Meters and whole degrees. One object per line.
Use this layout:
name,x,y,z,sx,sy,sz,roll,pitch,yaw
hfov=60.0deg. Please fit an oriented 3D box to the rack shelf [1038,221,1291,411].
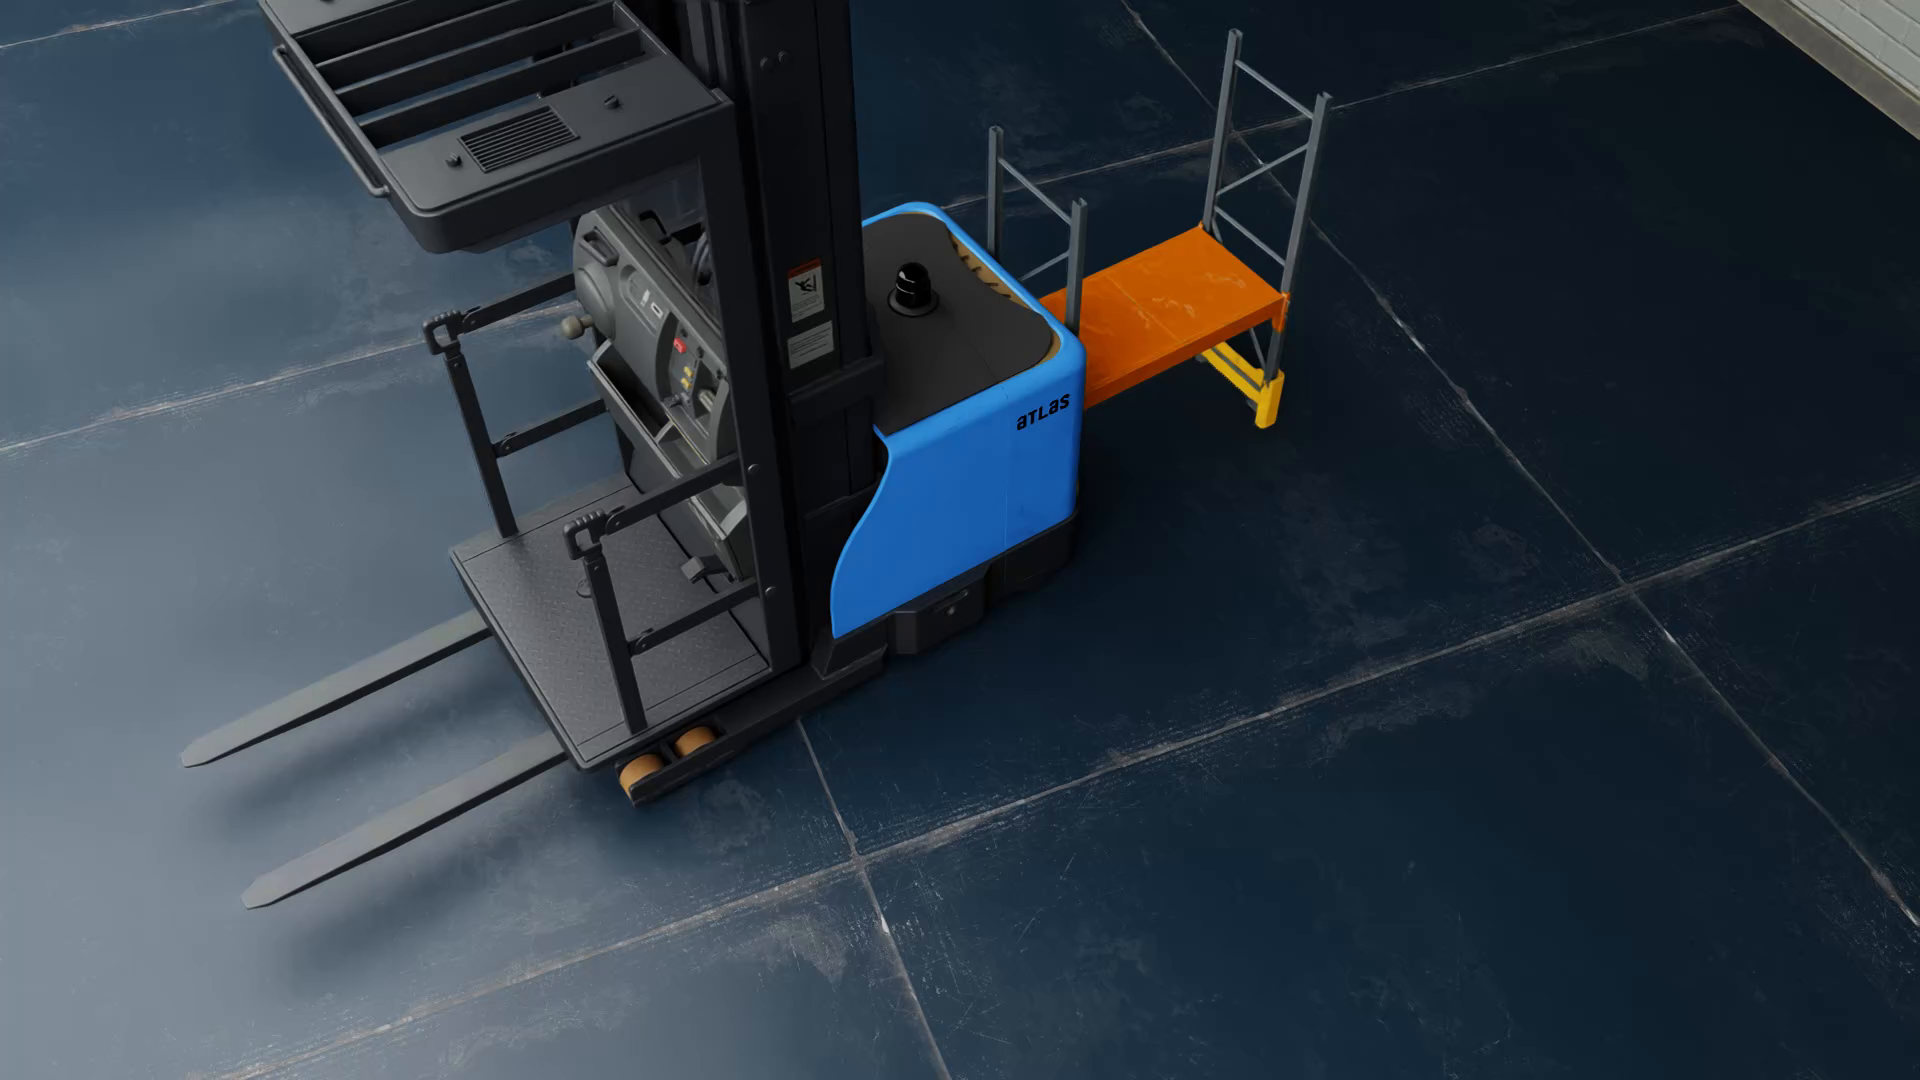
rack shelf,0.668,-0.804,6.189,1.000,0.185,0.538,-27,55,-21

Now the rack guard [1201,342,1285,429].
rack guard,1.074,-0.722,6.705,0.087,0.250,0.587,-27,55,-21

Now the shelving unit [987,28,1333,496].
shelving unit,0.661,-0.918,6.050,1.083,1.500,0.587,-27,55,-21

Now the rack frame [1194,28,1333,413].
rack frame,1.090,-1.137,6.238,0.032,1.500,0.500,-27,55,-21

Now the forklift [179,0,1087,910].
forklift,-1.079,-0.550,4.790,3.031,2.935,1.130,-27,55,-21

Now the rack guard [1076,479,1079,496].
rack guard,0.248,-0.299,6.342,0.087,0.250,0.587,-27,55,-21

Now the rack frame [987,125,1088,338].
rack frame,0.247,-0.706,5.868,0.032,1.500,0.500,-27,55,-21
